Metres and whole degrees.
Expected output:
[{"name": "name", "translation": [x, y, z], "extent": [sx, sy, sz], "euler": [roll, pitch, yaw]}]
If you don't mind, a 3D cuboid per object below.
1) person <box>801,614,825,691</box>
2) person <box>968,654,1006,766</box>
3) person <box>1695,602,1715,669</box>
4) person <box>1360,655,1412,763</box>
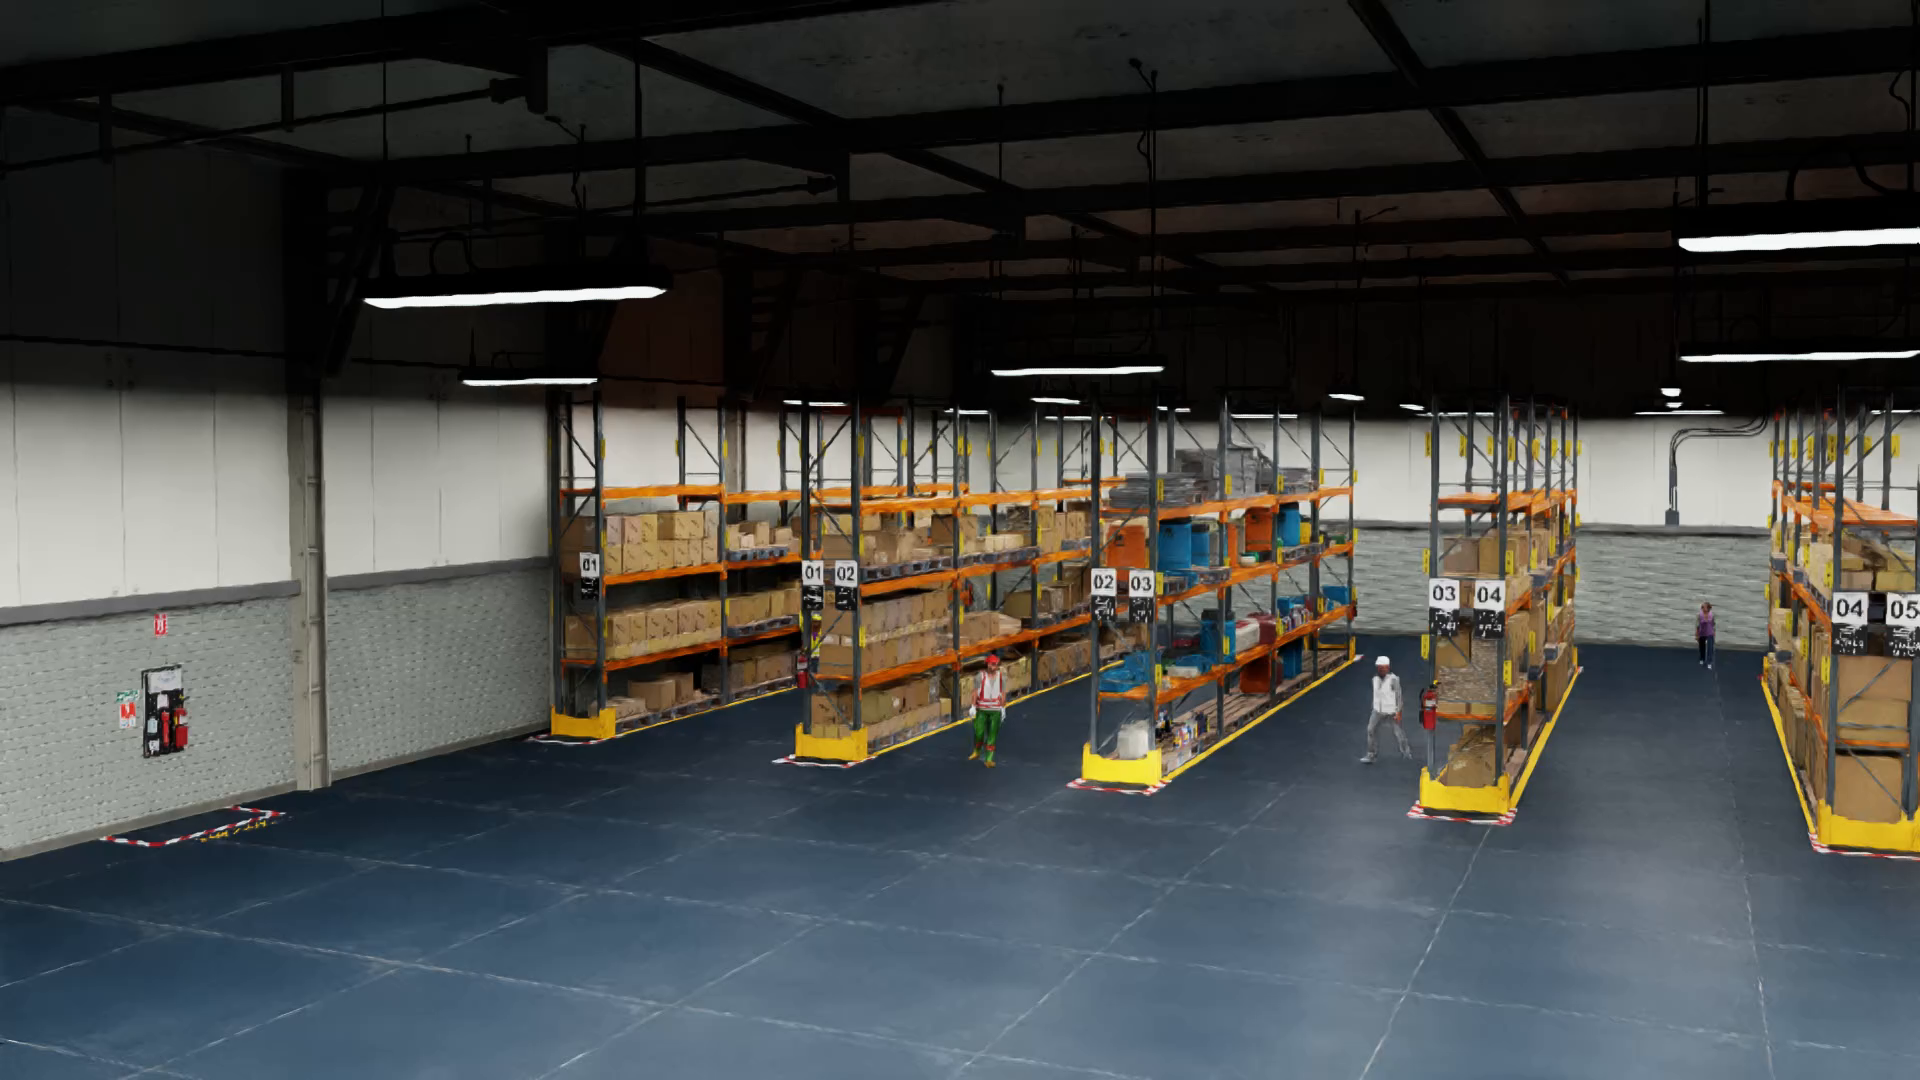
[{"name": "person", "translation": [-2.862, 2.312, 33.101], "extent": [0.569, 1.707, 1.034], "euler": [1, 3, 15]}, {"name": "person", "translation": [0.431, 2.667, 26.225], "extent": [0.591, 1.780, 0.572], "euler": [-1, 3, -11]}, {"name": "person", "translation": [16.917, 2.144, 37.755], "extent": [0.417, 1.517, 1.037], "euler": [2, 4, 26]}, {"name": "person", "translation": [6.812, 2.685, 26.467], "extent": [0.574, 1.721, 0.955], "euler": [3, 4, 45]}]
